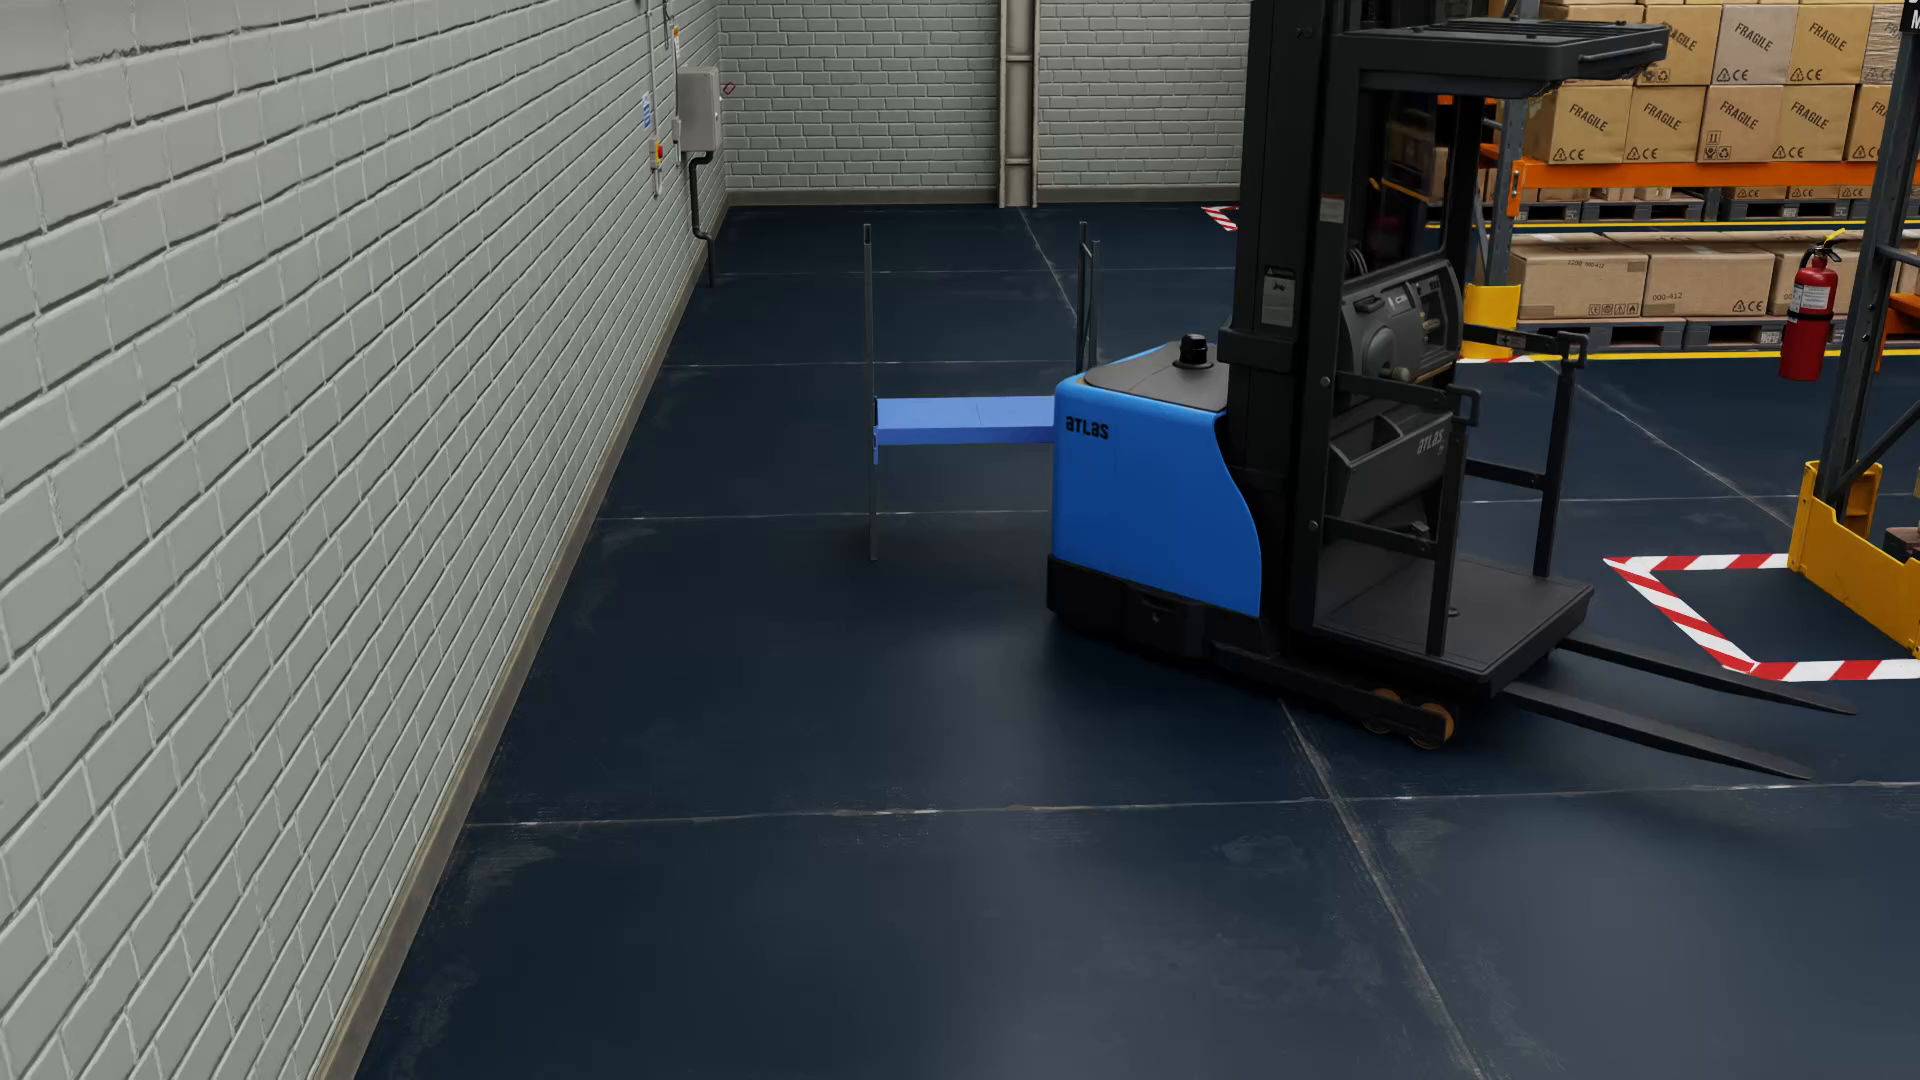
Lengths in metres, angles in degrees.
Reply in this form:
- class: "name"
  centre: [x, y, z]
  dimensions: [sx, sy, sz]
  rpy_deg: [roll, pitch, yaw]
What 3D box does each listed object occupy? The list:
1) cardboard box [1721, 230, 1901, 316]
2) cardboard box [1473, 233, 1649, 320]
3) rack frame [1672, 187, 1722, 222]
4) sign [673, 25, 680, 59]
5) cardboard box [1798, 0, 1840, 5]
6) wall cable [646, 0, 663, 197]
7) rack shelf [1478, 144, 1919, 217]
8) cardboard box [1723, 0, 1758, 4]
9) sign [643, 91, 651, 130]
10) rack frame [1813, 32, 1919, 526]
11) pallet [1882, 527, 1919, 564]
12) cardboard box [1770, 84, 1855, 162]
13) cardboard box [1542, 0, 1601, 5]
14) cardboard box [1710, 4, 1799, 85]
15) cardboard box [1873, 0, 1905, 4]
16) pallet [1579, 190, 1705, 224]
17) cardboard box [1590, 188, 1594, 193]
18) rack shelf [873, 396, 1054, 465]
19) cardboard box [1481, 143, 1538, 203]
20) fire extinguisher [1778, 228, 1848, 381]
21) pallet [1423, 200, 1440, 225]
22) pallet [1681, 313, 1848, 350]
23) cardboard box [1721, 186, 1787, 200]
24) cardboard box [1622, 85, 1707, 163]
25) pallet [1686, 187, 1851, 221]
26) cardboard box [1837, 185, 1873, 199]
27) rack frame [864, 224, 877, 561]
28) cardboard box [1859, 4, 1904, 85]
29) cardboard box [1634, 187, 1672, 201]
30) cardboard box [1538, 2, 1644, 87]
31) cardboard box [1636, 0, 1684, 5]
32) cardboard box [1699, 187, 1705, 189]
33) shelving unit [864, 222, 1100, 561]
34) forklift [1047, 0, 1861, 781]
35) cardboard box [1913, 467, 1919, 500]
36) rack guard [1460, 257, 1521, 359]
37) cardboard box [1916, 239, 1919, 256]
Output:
- class: "cardboard box"
  centre: [6.087, -1.935, 11.998]
  dimensions: [0.875, 0.438, 0.875]
  rpy_deg: [-2, 21, -5]
- class: "cardboard box"
  centre: [4.273, -1.896, 11.895]
  dimensions: [0.875, 0.438, 0.875]
  rpy_deg: [-2, 21, -5]
- class: "rack frame"
  centre: [7.326, -4.692, 16.230]
  dimensions: [0.127, 3.000, 1.000]
  rpy_deg: [-1, 21, -3]
- class: "sign"
  centre: [-2.186, -3.836, 12.821]
  dimensions: [0.001, 0.242, 0.339]
  rpy_deg: [-1, 21, -3]
- class: "cardboard box"
  centre: [5.541, -3.590, 10.878]
  dimensions: [0.250, 0.149, 0.380]
  rpy_deg: [-2, 21, -4]
- class: "wall cable"
  centre: [-2.008, -3.214, 10.876]
  dimensions: [0.123, 1.953, 0.585]
  rpy_deg: [-1, 21, -3]
- class: "rack shelf"
  centre: [5.617, -2.552, 11.620]
  dimensions: [4.000, 0.370, 1.077]
  rpy_deg: [-1, 21, -3]
- class: "cardboard box"
  centre: [5.035, -3.605, 10.916]
  dimensions: [0.250, 0.149, 0.380]
  rpy_deg: [-1, 21, -3]
- class: "sign"
  centre: [-2.067, -2.833, 10.966]
  dimensions: [0.001, 0.218, 0.327]
  rpy_deg: [-1, 21, -3]
- class: "rack frame"
  centre: [4.003, -1.091, 6.772]
  dimensions: [0.127, 3.000, 1.000]
  rpy_deg: [-1, 21, -3]
- class: "pallet"
  centre: [4.892, 0.206, 7.283]
  dimensions: [1.213, 0.211, 1.003]
  rpy_deg: [-1, 21, -3]
- class: "cardboard box"
  centre: [5.627, -2.842, 11.231]
  dimensions: [0.500, 0.500, 0.500]
  rpy_deg: [0, 21, -1]
- class: "cardboard box"
  centre: [3.990, -3.574, 10.835]
  dimensions: [0.250, 0.149, 0.380]
  rpy_deg: [-1, 21, -2]
- class: "cardboard box"
  centre: [5.144, -3.297, 11.018]
  dimensions: [0.500, 0.500, 0.500]
  rpy_deg: [-1, 21, -3]
- class: "cardboard box"
  centre: [6.044, -3.623, 10.965]
  dimensions: [0.250, 0.149, 0.380]
  rpy_deg: [-2, 21, -4]
- class: "pallet"
  centre: [6.641, -3.375, 16.690]
  dimensions: [1.213, 0.211, 1.003]
  rpy_deg: [-1, 21, -3]
- class: "cardboard box"
  centre: [6.220, -3.618, 16.824]
  dimensions: [0.250, 0.149, 0.380]
  rpy_deg: [-1, 21, -4]
- class: "rack shelf"
  centre: [0.085, -0.535, 7.923]
  dimensions: [1.000, 0.185, 0.538]
  rpy_deg: [-1, 21, -3]
- class: "cardboard box"
  centre: [5.338, -3.597, 16.275]
  dimensions: [0.500, 0.500, 0.500]
  rpy_deg: [-1, 21, -2]
- class: "fire extinguisher"
  centre: [3.726, -1.040, 7.269]
  dimensions: [0.183, 0.674, 0.296]
  rpy_deg: [-1, 21, -3]
- class: "pallet"
  centre: [4.205, -3.326, 16.560]
  dimensions: [1.213, 0.211, 1.003]
  rpy_deg: [-1, 21, -3]
- class: "pallet"
  centre: [5.629, -1.612, 12.059]
  dimensions: [1.213, 0.211, 1.003]
  rpy_deg: [-1, 21, -3]
- class: "cardboard box"
  centre: [7.822, -3.650, 16.416]
  dimensions: [0.500, 0.500, 0.500]
  rpy_deg: [0, 21, -1]
- class: "cardboard box"
  centre: [4.619, -2.822, 11.178]
  dimensions: [0.500, 0.500, 0.500]
  rpy_deg: [-1, 21, -4]
- class: "pallet"
  centre: [8.136, -3.419, 16.804]
  dimensions: [1.213, 0.211, 1.003]
  rpy_deg: [-1, 21, -3]
- class: "cardboard box"
  centre: [8.852, -3.673, 16.476]
  dimensions: [0.500, 0.500, 0.500]
  rpy_deg: [-2, 21, -5]
- class: "rack frame"
  centre: [-0.422, -0.692, 7.832]
  dimensions: [0.032, 1.500, 0.500]
  rpy_deg: [-1, 21, -3]
- class: "cardboard box"
  centre: [6.143, -3.314, 11.065]
  dimensions: [0.500, 0.500, 0.500]
  rpy_deg: [-1, 21, -2]
- class: "cardboard box"
  centre: [6.787, -3.441, 16.358]
  dimensions: [0.250, 0.149, 0.380]
  rpy_deg: [-2, 21, -5]
- class: "cardboard box"
  centre: [4.115, -3.270, 10.949]
  dimensions: [0.500, 0.500, 0.500]
  rpy_deg: [-2, 21, -4]
- class: "cardboard box"
  centre: [4.514, -3.569, 10.822]
  dimensions: [0.250, 0.149, 0.380]
  rpy_deg: [-1, 21, -1]
- class: "cardboard box"
  centre: [7.800, -3.835, 16.902]
  dimensions: [0.500, 0.500, 0.500]
  rpy_deg: [-1, 21, -3]
- class: "shelving unit"
  centre: [0.085, -0.703, 7.859]
  dimensions: [1.048, 1.500, 0.538]
  rpy_deg: [-1, 21, -3]
- class: "forklift"
  centre: [1.829, -0.814, 6.140]
  dimensions: [3.031, 2.935, 1.130]
  rpy_deg: [16, 26, 37]
- class: "cardboard box"
  centre: [4.514, -0.206, 7.446]
  dimensions: [0.250, 0.149, 0.380]
  rpy_deg: [-2, 21, -5]
- class: "rack guard"
  centre: [3.596, -1.679, 11.829]
  dimensions: [0.348, 0.500, 1.175]
  rpy_deg: [-1, 21, -3]
- class: "cardboard box"
  centre: [4.437, -1.378, 6.965]
  dimensions: [0.500, 0.500, 0.500]
  rpy_deg: [-1, 21, -2]
